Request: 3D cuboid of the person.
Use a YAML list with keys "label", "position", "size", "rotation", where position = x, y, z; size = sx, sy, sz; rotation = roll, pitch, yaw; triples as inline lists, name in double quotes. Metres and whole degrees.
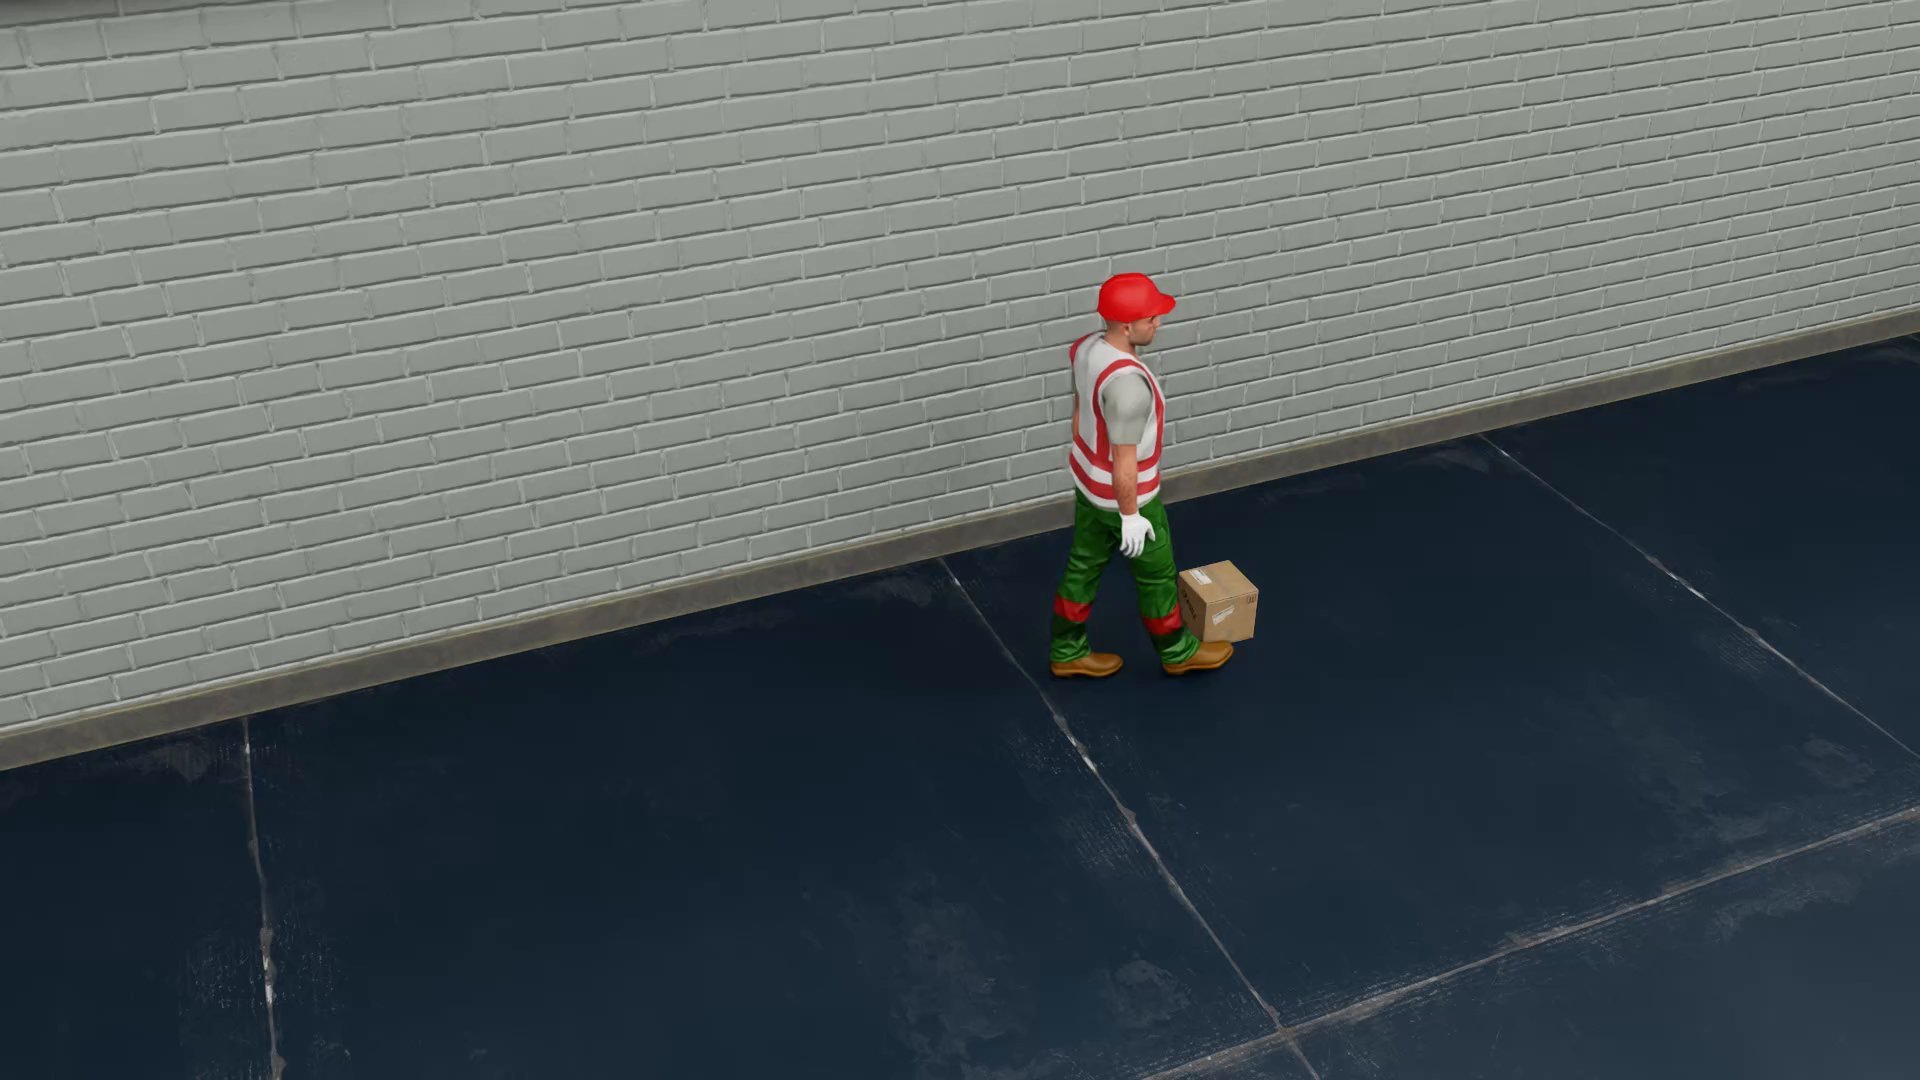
- label: "person"
  position: [0.741, -0.228, 6.446]
  size: [0.747, 1.774, 0.571]
  rotation: [-10, 34, -15]
